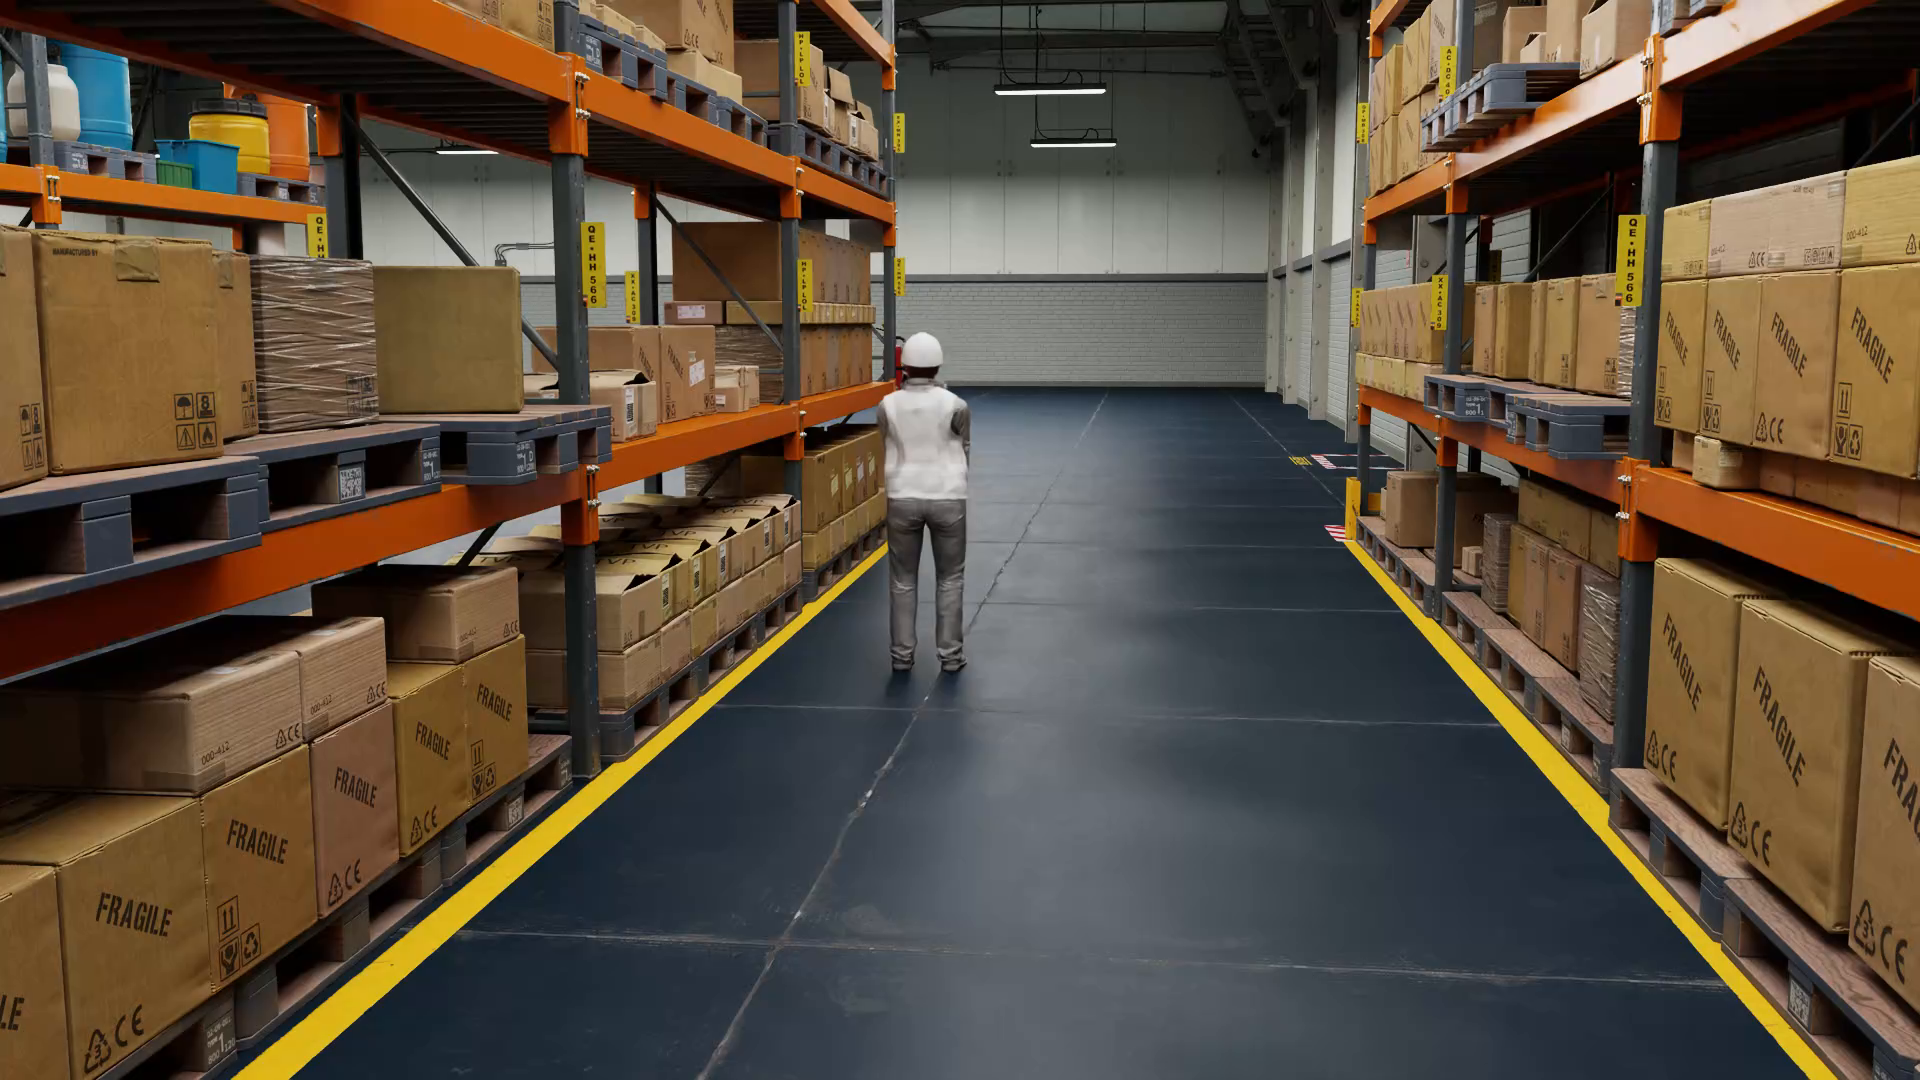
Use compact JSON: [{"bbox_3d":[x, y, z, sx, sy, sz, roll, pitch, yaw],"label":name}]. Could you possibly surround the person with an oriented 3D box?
[{"bbox_3d":[-0.181,-0.211,8.806,0.495,1.771,0.550,1,8,6],"label":"person"}]
